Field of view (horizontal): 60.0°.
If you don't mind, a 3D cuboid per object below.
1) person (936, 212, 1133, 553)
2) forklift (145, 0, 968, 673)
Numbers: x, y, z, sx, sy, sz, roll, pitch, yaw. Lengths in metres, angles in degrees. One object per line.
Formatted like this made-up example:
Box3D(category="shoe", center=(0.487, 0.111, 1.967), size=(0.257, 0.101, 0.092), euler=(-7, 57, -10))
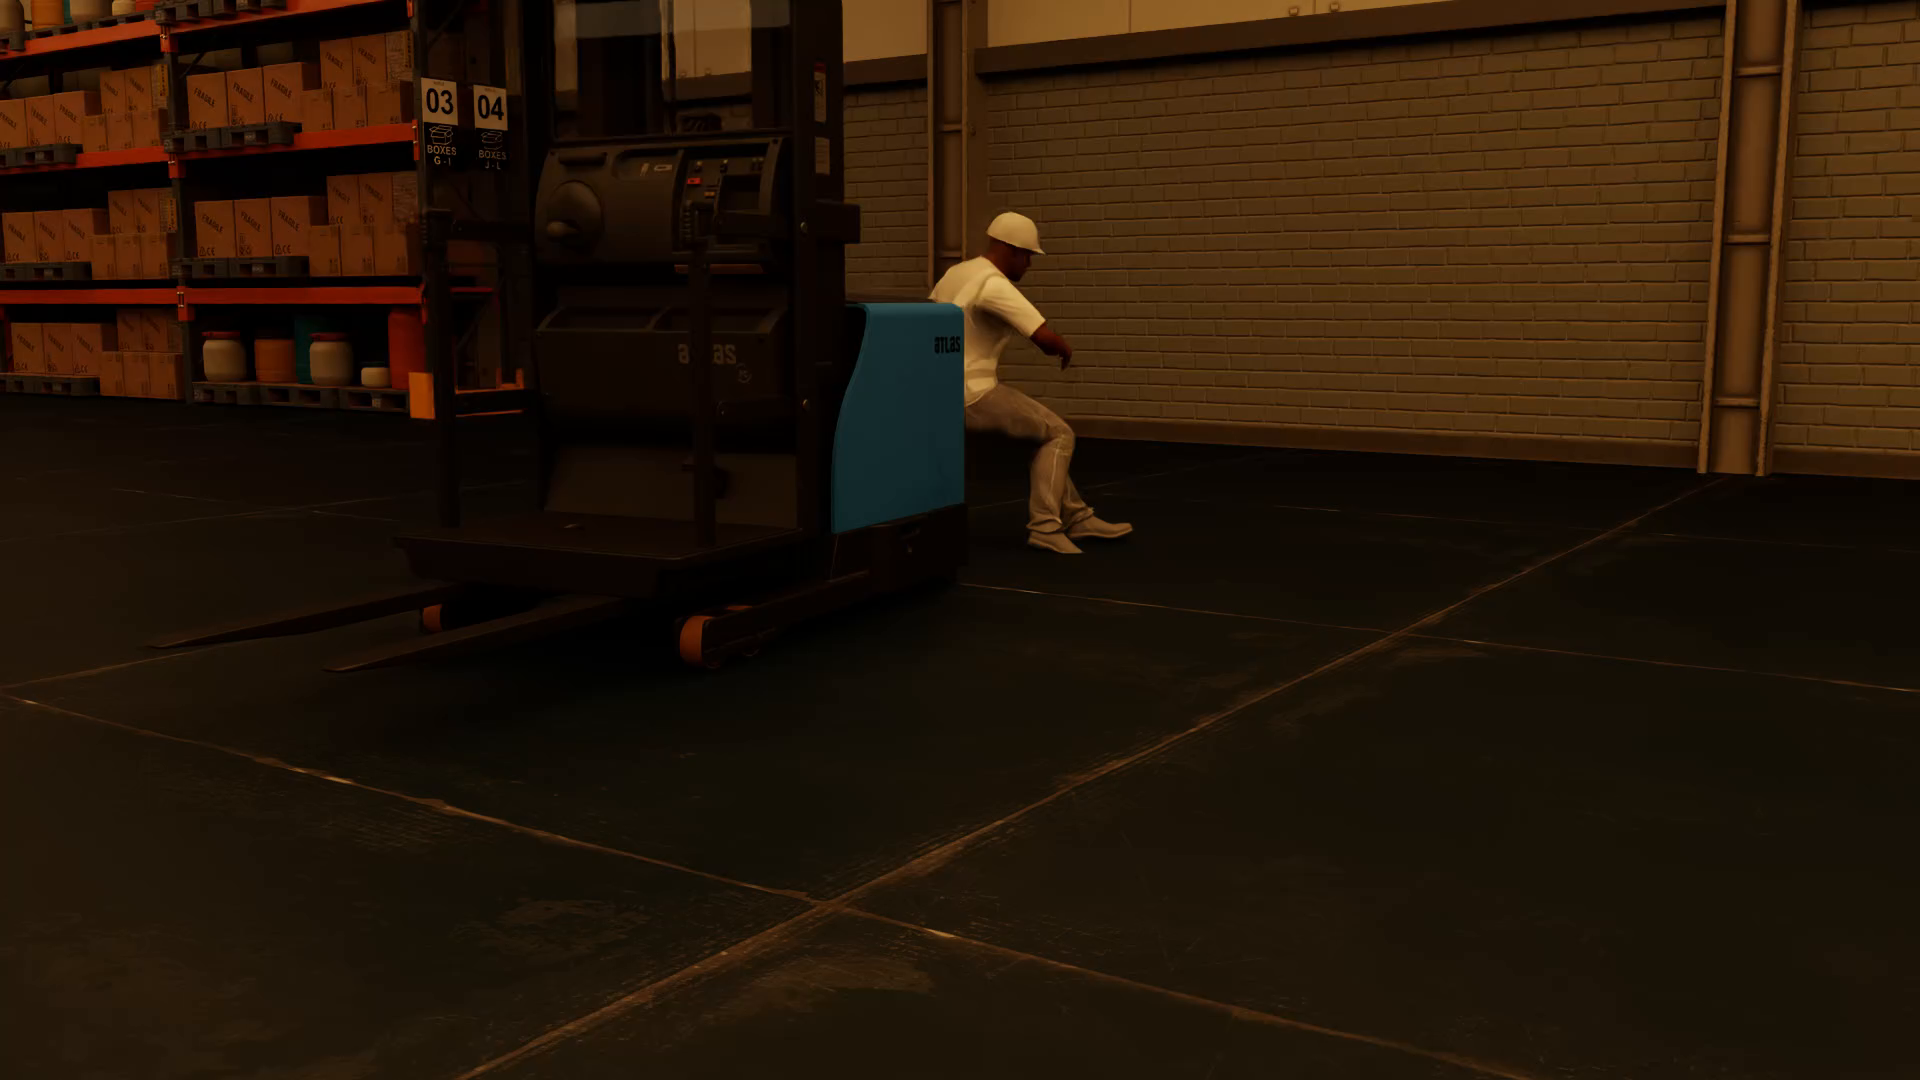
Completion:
Box3D(category="person", center=(0.283, -0.701, 7.521), size=(0.926, 1.526, 0.944), euler=(-3, 9, -19))
Box3D(category="forklift", center=(-1.075, -1.137, 5.191), size=(1.130, 2.935, 3.031), euler=(4, 9, 26))
